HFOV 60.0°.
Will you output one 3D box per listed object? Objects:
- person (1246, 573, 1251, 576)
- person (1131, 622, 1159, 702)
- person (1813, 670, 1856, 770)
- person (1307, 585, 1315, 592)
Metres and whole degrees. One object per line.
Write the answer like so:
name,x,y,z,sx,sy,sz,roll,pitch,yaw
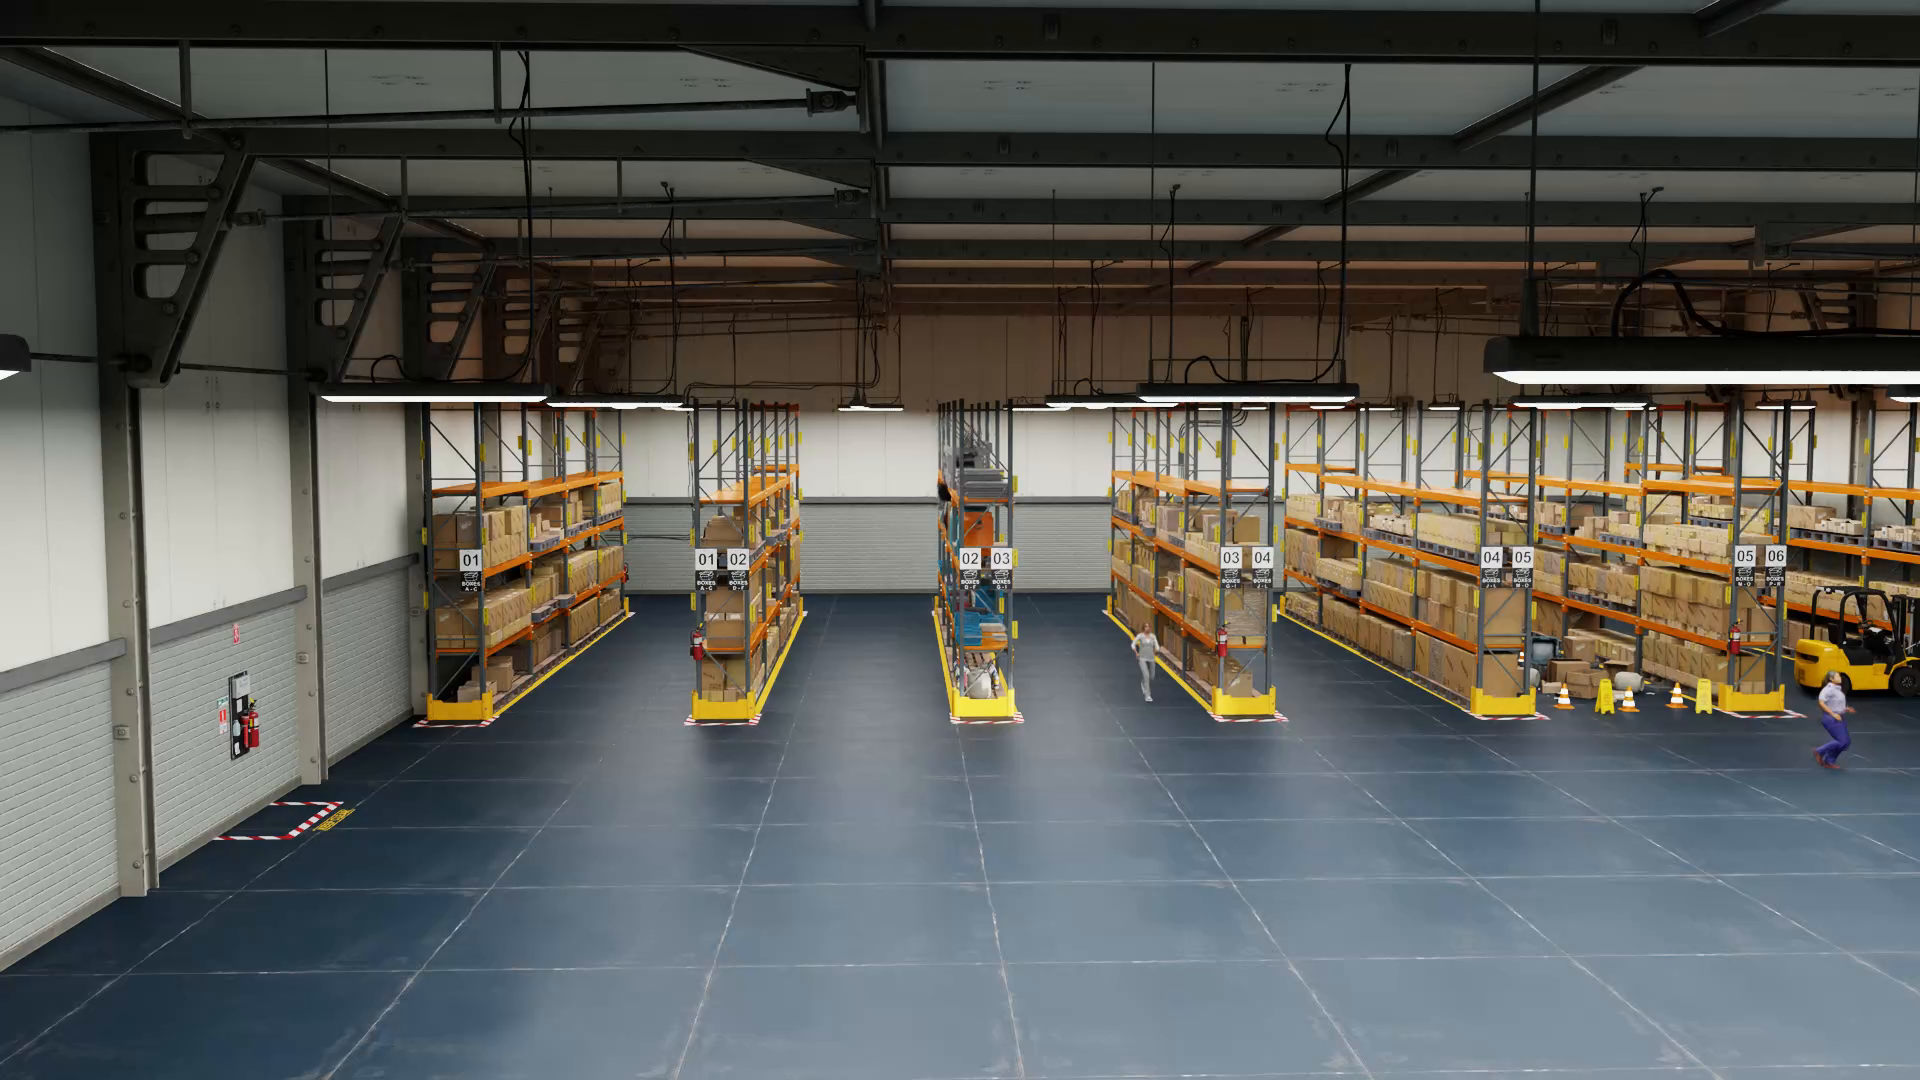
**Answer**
person,7.997,1.279,47.004,0.764,1.726,0.953,1,5,16
person,3.714,2.410,33.245,0.548,1.568,0.805,-1,4,-12
person,14.063,2.893,26.734,0.565,1.597,0.602,3,5,38
person,10.592,1.207,49.066,0.525,1.638,0.906,4,6,42
